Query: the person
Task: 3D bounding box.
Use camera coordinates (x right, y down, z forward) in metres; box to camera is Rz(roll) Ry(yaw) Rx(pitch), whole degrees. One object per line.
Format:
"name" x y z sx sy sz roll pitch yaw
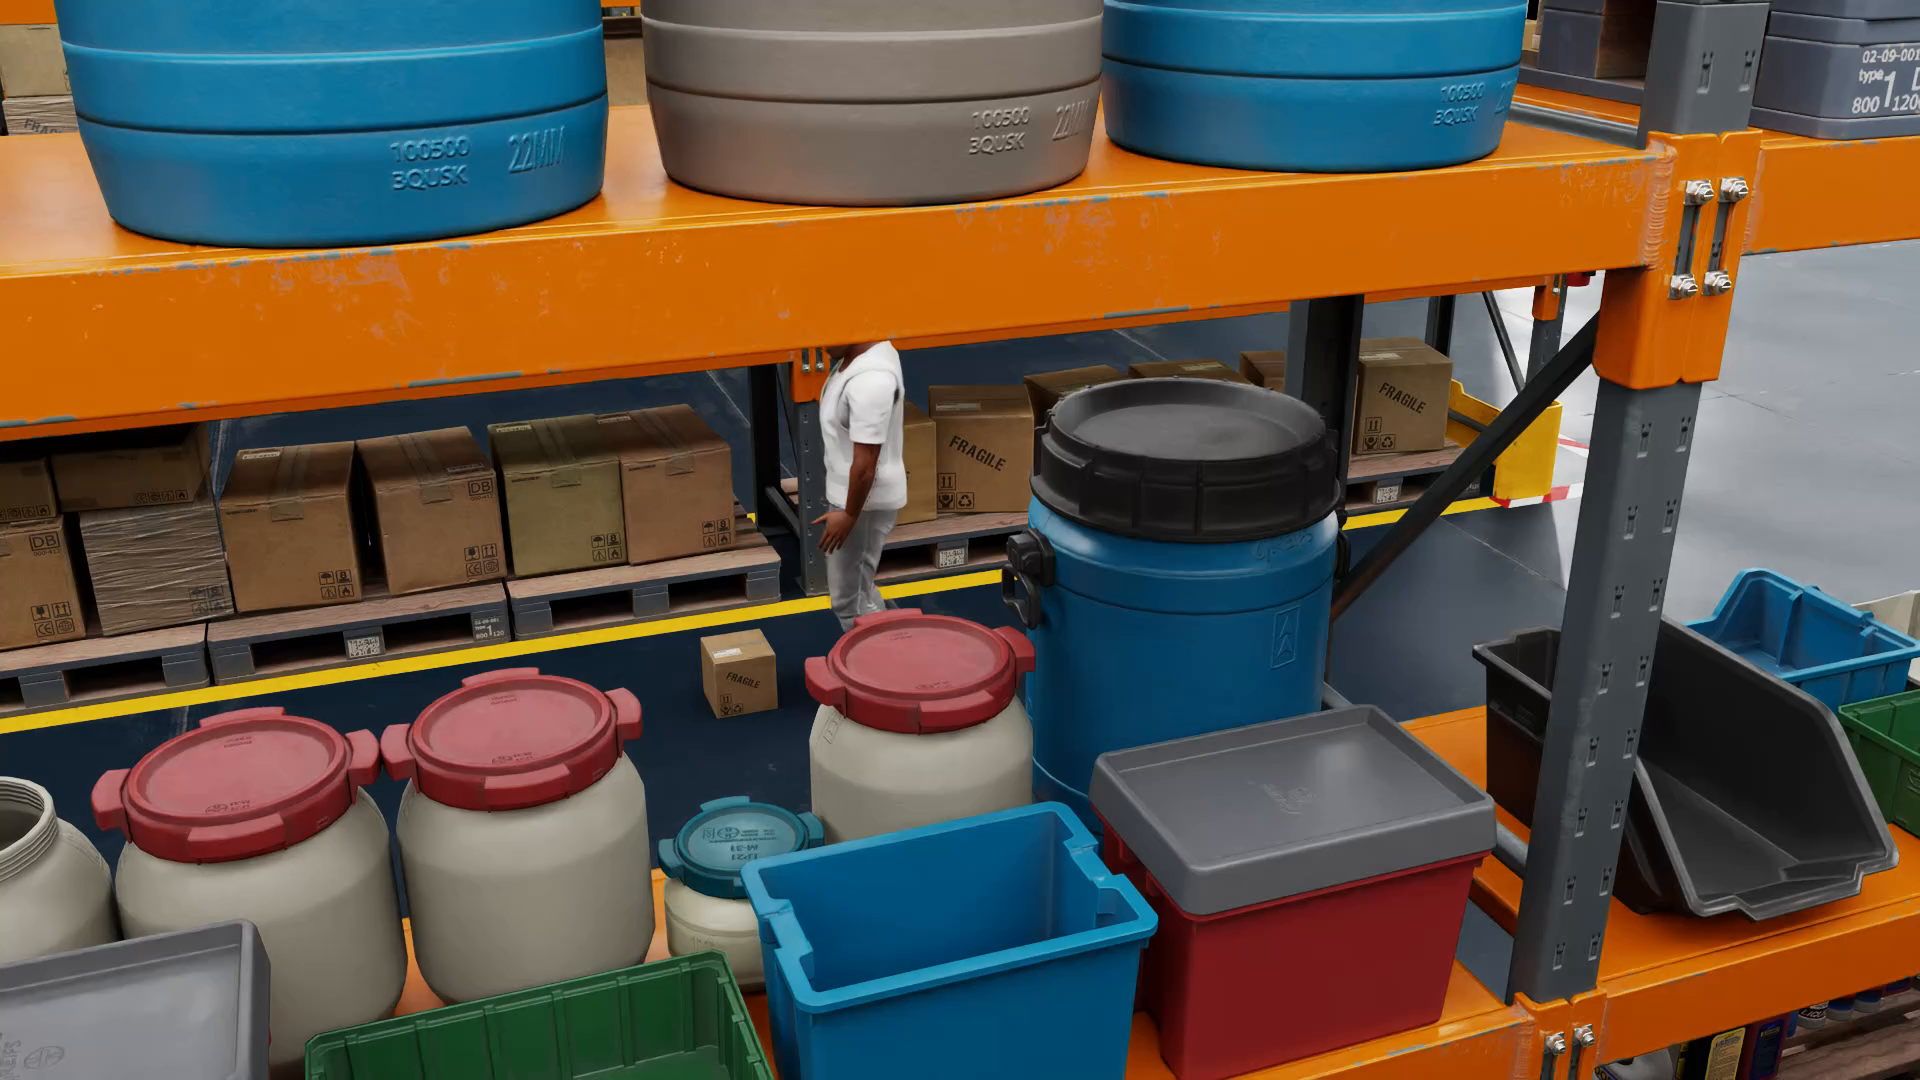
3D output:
"person" -0.407 -0.164 6.489 0.396 1.744 0.578 -2 23 -5
